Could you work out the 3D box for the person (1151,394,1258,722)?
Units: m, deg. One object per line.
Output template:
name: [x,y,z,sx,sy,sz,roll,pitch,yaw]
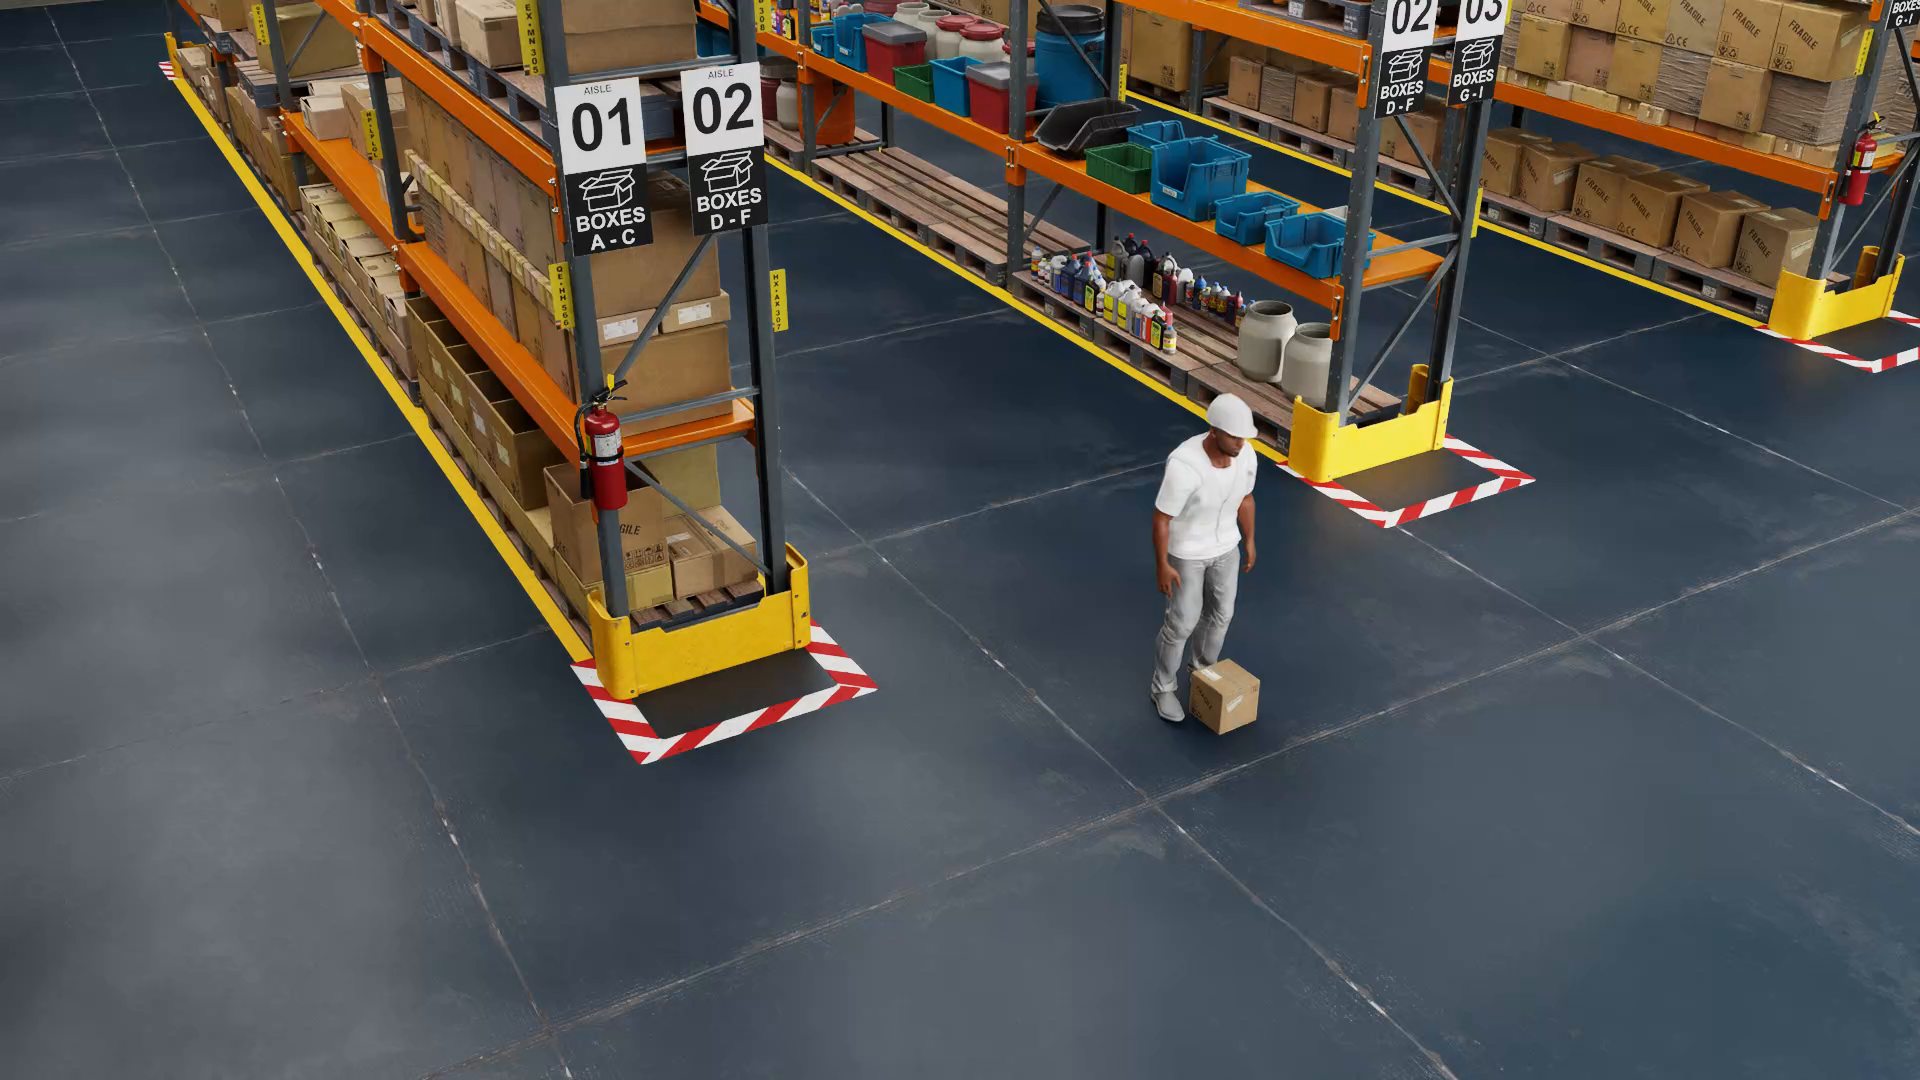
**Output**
person: [1.250,0.062,8.433,0.631,1.760,0.463,-16,33,-27]
